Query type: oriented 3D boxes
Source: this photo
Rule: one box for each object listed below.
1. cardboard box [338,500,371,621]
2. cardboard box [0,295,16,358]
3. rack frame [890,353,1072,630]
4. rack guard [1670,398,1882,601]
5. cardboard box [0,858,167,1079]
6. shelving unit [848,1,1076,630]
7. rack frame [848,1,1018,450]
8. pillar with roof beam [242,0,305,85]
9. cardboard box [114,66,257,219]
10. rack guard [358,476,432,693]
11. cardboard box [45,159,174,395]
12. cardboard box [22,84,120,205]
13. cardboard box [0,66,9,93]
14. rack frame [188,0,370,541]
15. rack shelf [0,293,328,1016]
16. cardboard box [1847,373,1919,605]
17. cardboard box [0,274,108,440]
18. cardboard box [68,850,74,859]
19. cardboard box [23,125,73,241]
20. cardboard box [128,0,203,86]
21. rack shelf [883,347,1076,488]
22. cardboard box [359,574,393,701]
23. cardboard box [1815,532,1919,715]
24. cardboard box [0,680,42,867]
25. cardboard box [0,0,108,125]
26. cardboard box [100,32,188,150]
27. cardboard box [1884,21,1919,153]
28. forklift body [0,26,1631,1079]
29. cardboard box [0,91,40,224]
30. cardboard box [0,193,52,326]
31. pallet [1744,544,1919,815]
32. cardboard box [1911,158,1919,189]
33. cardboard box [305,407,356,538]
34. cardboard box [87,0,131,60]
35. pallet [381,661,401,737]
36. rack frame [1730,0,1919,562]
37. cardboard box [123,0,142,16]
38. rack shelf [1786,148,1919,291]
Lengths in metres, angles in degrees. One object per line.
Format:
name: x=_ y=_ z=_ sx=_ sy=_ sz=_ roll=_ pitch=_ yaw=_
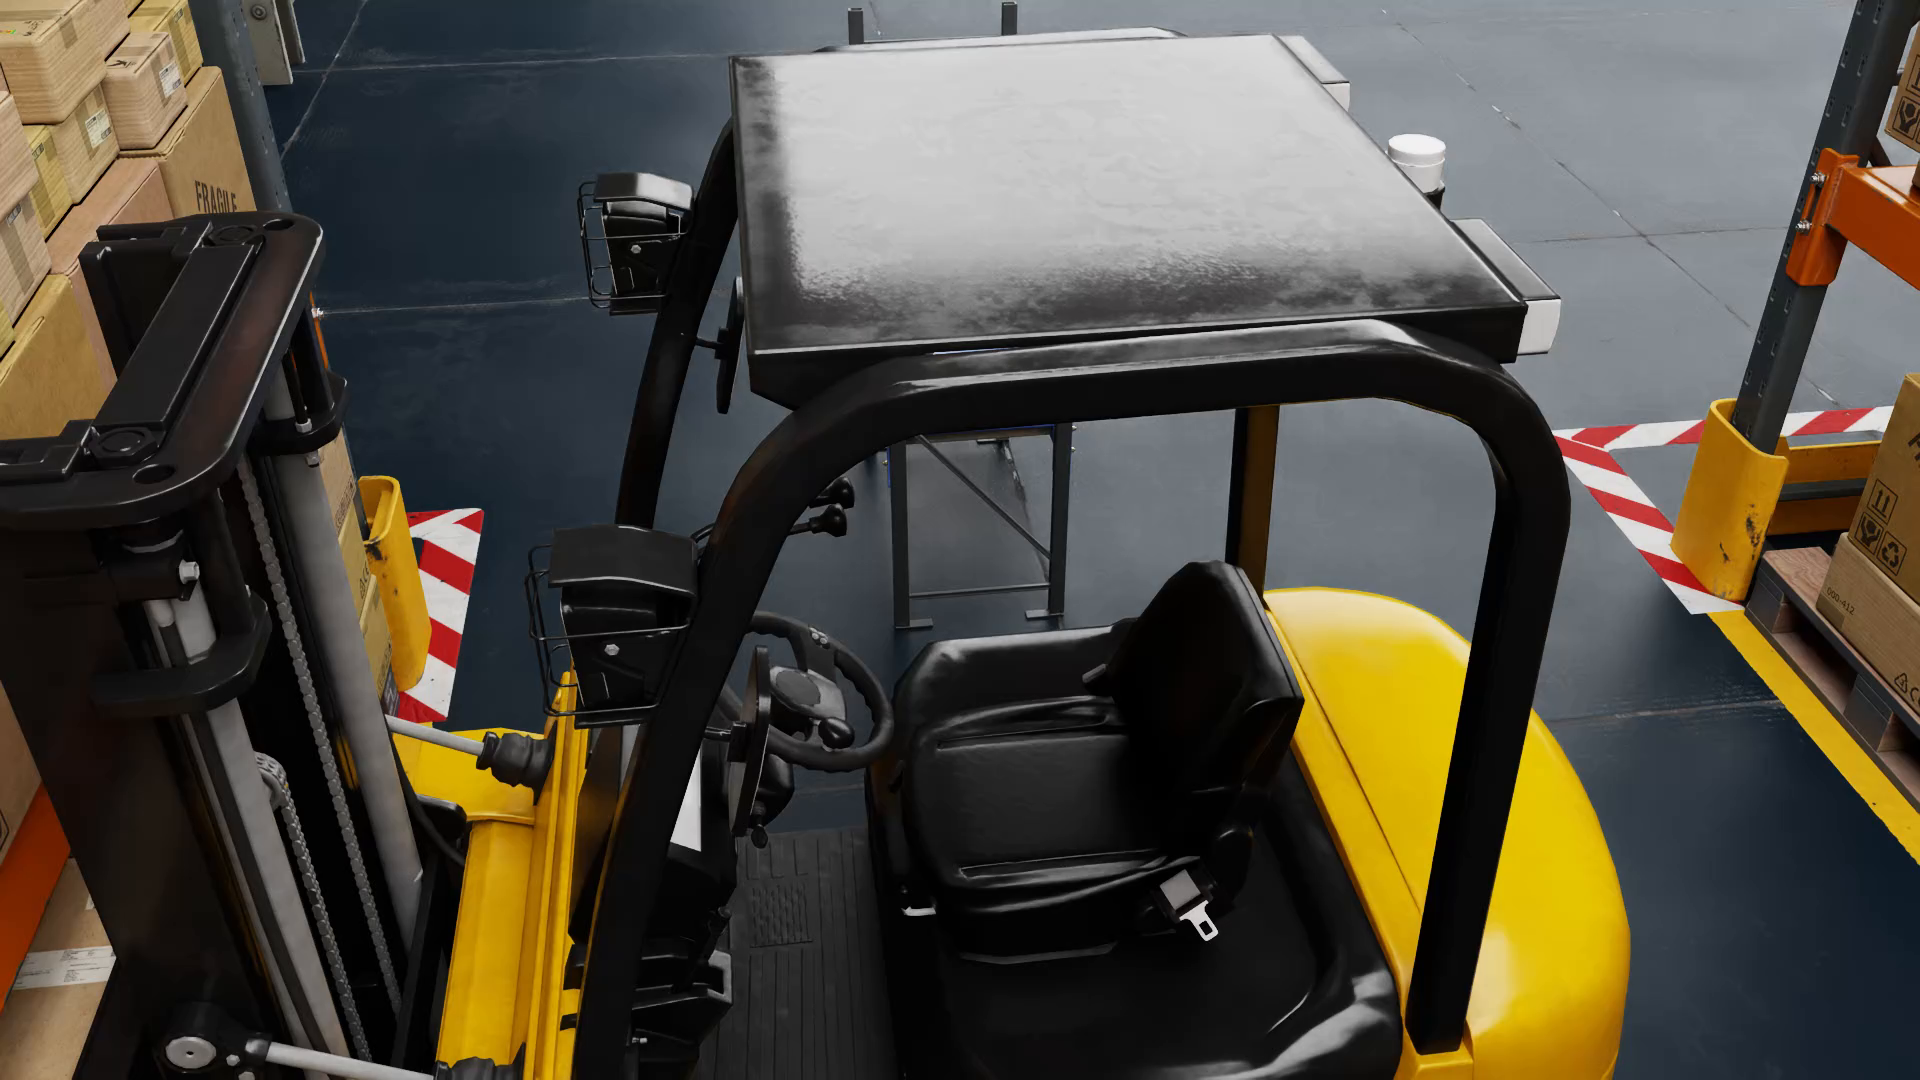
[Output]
cardboard box: x=-1.731 y=0.148 z=3.994 sx=0.500 sy=0.250 sz=0.500 roll=-5 pitch=35 yaw=-7
cardboard box: x=-1.585 y=-0.279 z=2.331 sx=0.380 sy=0.149 sz=0.250 roll=-4 pitch=34 yaw=-6
rack frame: x=0.057 y=-0.384 z=4.481 sx=0.500 sy=1.500 sz=0.032 roll=-4 pitch=35 yaw=-6
rack guard: x=2.822 y=-0.159 z=5.039 sx=1.175 sy=0.500 sz=0.348 roll=-4 pitch=35 yaw=-6
cardboard box: x=-1.522 y=0.776 z=2.629 sx=0.500 sy=0.250 sz=0.500 roll=-5 pitch=35 yaw=-7
shelving unit: x=-0.011 y=-0.667 z=4.897 sx=0.538 sy=1.500 sz=1.048 roll=-4 pitch=35 yaw=-6
rack frame: x=-0.080 y=-0.951 z=5.314 sx=0.500 sy=1.500 sz=0.032 roll=-4 pitch=35 yaw=-6
pillar with roof beam: x=0.553 y=-6.552 z=6.874 sx=9.100 sy=9.000 sz=0.400 roll=-4 pitch=35 yaw=-6
cardboard box: x=-1.780 y=-0.643 z=3.440 sx=0.500 sy=0.500 sz=0.500 roll=-5 pitch=35 yaw=-7
rack guard: x=-2.109 y=0.164 z=4.566 sx=1.175 sy=0.500 sz=0.348 roll=-4 pitch=35 yaw=-6
cardboard box: x=-1.719 y=-0.352 z=3.015 sx=0.500 sy=0.500 sz=0.500 roll=-3 pitch=34 yaw=-5
cardboard box: x=-1.744 y=-0.703 z=2.954 sx=0.380 sy=0.149 sz=0.250 roll=-4 pitch=34 yaw=-5
cardboard box: x=-1.763 y=-0.681 z=2.656 sx=0.380 sy=0.149 sz=0.250 roll=-4 pitch=34 yaw=-6
rack frame: x=-2.106 y=-0.856 z=3.842 sx=1.000 sy=3.000 sz=0.127 roll=-4 pitch=35 yaw=-6
rack shelf: x=-1.837 y=0.557 z=2.407 sx=1.077 sy=0.370 sz=4.000 roll=-4 pitch=35 yaw=-6
cardboard box: x=2.650 y=-0.097 z=4.131 sx=0.500 sy=0.500 sz=0.500 roll=-5 pitch=35 yaw=-8
cardboard box: x=-1.650 y=-0.066 z=2.595 sx=0.500 sy=0.500 sz=0.500 roll=-5 pitch=35 yaw=-7
cardboard box: x=-1.583 y=0.492 z=3.045 sx=0.500 sy=0.250 sz=0.500 roll=-4 pitch=34 yaw=-6
cardboard box: x=-1.722 y=-0.564 z=2.749 sx=0.380 sy=0.149 sz=0.250 roll=-5 pitch=35 yaw=-7
cardboard box: x=-1.782 y=-0.993 z=3.379 sx=0.380 sy=0.149 sz=0.250 roll=-4 pitch=34 yaw=-6
rack shelf: x=-0.011 y=-0.519 z=4.999 sx=0.538 sy=0.185 sz=1.000 roll=-4 pitch=35 yaw=-6
cardboard box: x=-1.730 y=0.345 z=4.149 sx=0.500 sy=0.250 sz=0.500 roll=-4 pitch=34 yaw=-6
cardboard box: x=2.646 y=0.200 z=4.362 sx=0.500 sy=0.250 sz=0.500 roll=-5 pitch=35 yaw=-7
cardboard box: x=-1.571 y=0.213 z=2.185 sx=0.500 sy=0.500 sz=0.500 roll=-4 pitch=34 yaw=-6
cardboard box: x=-1.723 y=-0.825 z=2.868 sx=0.380 sy=0.149 sz=0.250 roll=-4 pitch=34 yaw=-5
cardboard box: x=-1.718 y=-0.853 z=3.173 sx=0.380 sy=0.149 sz=0.250 roll=-4 pitch=34 yaw=-6
cardboard box: x=2.601 y=-1.113 z=3.866 sx=0.500 sy=0.500 sz=0.500 roll=-5 pitch=35 yaw=-7
forklift body: x=-0.043 y=0.415 z=2.731 sx=2.313 sy=2.155 sz=1.214 roll=-4 pitch=35 yaw=-6
cardboard box: x=-1.618 y=-0.544 z=2.455 sx=0.380 sy=0.149 sz=0.250 roll=-4 pitch=34 yaw=-5
cardboard box: x=-1.639 y=-0.419 z=2.536 sx=0.380 sy=0.149 sz=0.250 roll=-5 pitch=35 yaw=-8
pallet: x=2.896 y=0.417 z=4.451 sx=1.003 sy=0.211 sz=1.213 roll=-4 pitch=35 yaw=-6
cardboard box: x=2.653 y=-0.925 z=4.167 sx=0.380 sy=0.149 sz=0.250 roll=-4 pitch=35 yaw=-6
cardboard box: x=-1.735 y=-0.073 z=3.874 sx=0.500 sy=0.250 sz=0.500 roll=-3 pitch=34 yaw=-5
cardboard box: x=-1.785 y=-0.969 z=3.079 sx=0.380 sy=0.149 sz=0.250 roll=-4 pitch=35 yaw=-6
pallet: x=-1.962 y=0.720 z=4.006 sx=1.003 sy=0.211 sz=1.213 roll=-4 pitch=35 yaw=-6
rack frame: x=2.812 y=-1.234 z=4.397 sx=1.000 sy=3.000 sz=0.127 roll=-4 pitch=35 yaw=-6
cardboard box: x=-1.849 y=-1.104 z=3.278 sx=0.380 sy=0.149 sz=0.250 roll=-4 pitch=35 yaw=-6
rack shelf: x=3.081 y=0.179 z=2.962 sx=1.077 sy=0.370 sz=4.000 roll=-4 pitch=35 yaw=-6
